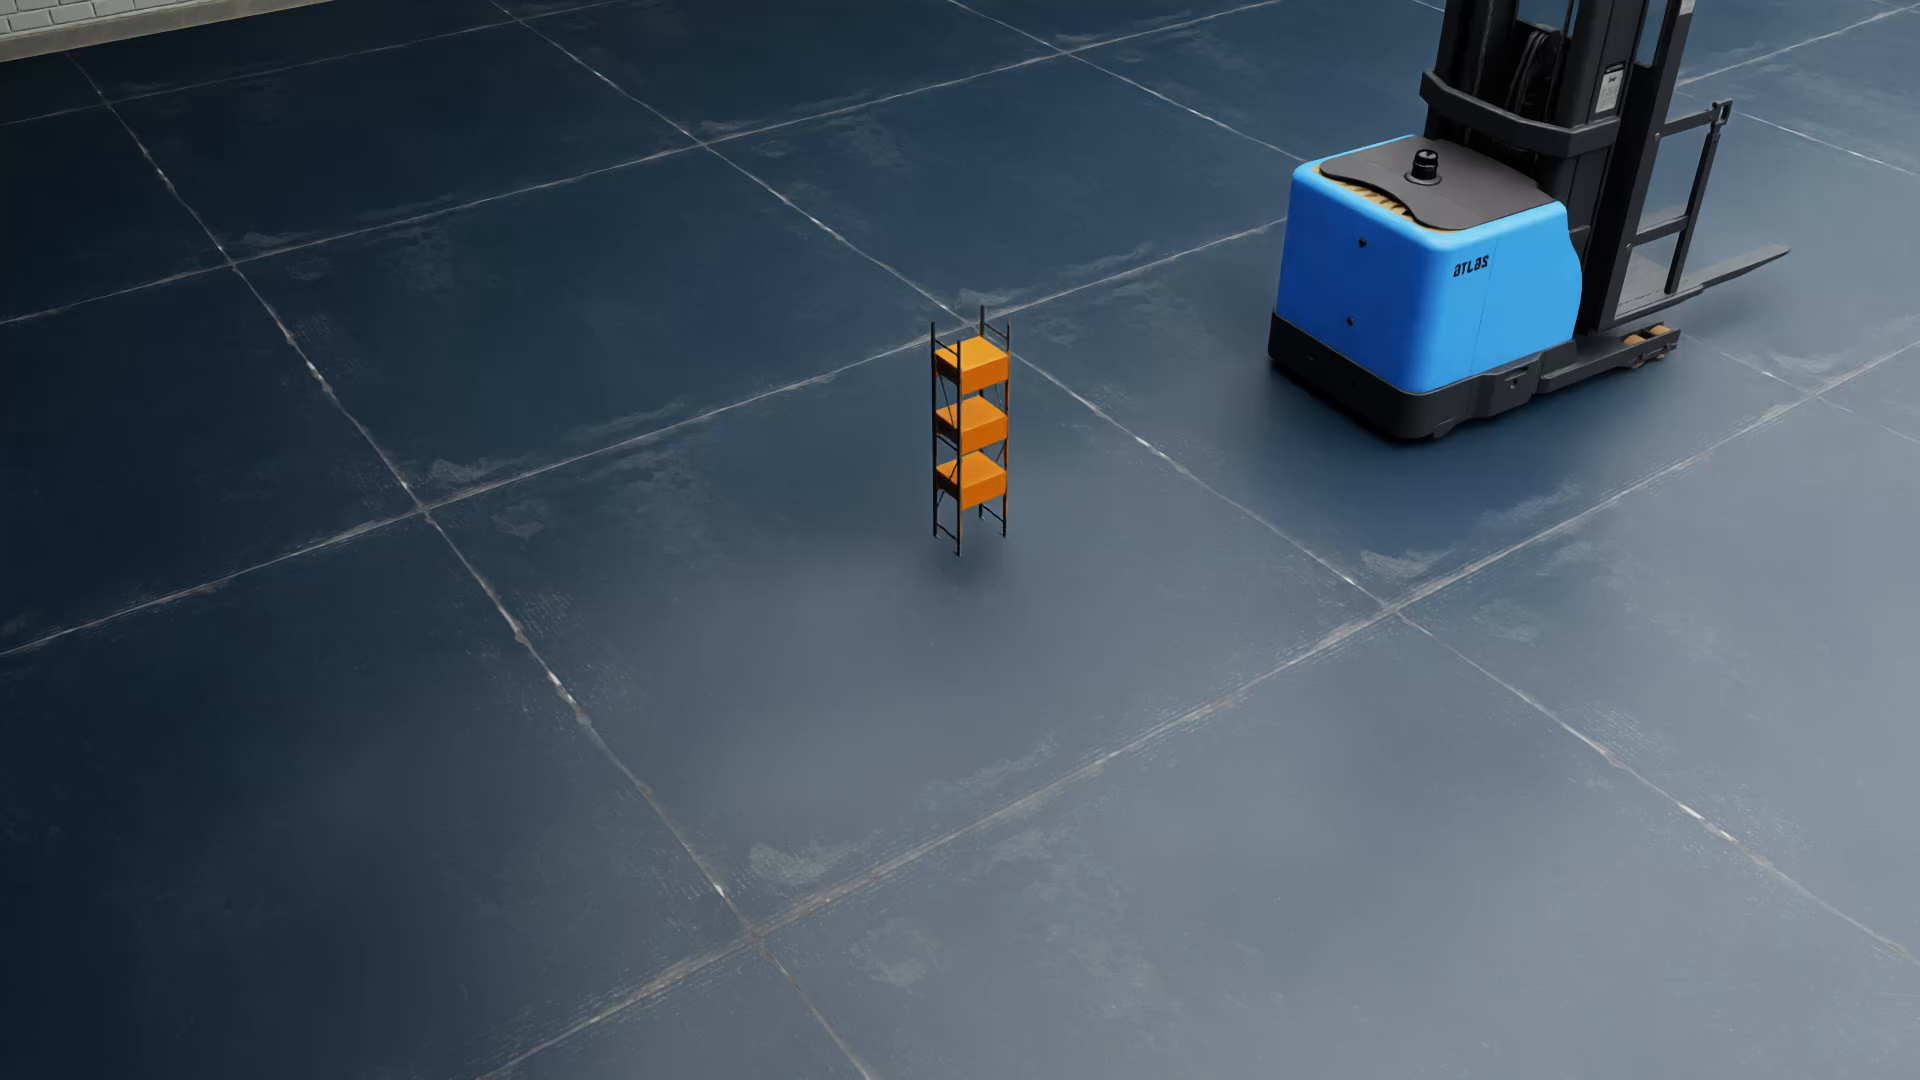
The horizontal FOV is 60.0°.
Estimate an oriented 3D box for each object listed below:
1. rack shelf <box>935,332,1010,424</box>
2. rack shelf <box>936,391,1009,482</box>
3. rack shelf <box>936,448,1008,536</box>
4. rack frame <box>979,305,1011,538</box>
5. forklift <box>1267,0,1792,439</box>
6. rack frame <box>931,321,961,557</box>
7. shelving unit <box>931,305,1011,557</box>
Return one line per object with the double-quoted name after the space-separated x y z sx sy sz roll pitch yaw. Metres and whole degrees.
0.044 -0.666 6.809 0.240 0.259 0.215 -22 41 -28 "rack shelf"
0.044 -0.436 6.975 0.240 0.259 0.215 -22 41 -28 "rack shelf"
0.044 -0.210 7.137 0.240 0.259 0.215 -22 41 -28 "rack shelf"
0.143 -0.485 7.026 0.008 1.050 0.200 -22 41 -28 "rack frame"
3.086 -2.306 7.946 3.031 2.935 1.130 -20 40 -25 "forklift"
-0.056 -0.403 6.911 0.008 1.050 0.200 -22 41 -28 "rack frame"
0.044 -0.444 6.968 0.252 1.050 0.215 -22 41 -28 "shelving unit"
